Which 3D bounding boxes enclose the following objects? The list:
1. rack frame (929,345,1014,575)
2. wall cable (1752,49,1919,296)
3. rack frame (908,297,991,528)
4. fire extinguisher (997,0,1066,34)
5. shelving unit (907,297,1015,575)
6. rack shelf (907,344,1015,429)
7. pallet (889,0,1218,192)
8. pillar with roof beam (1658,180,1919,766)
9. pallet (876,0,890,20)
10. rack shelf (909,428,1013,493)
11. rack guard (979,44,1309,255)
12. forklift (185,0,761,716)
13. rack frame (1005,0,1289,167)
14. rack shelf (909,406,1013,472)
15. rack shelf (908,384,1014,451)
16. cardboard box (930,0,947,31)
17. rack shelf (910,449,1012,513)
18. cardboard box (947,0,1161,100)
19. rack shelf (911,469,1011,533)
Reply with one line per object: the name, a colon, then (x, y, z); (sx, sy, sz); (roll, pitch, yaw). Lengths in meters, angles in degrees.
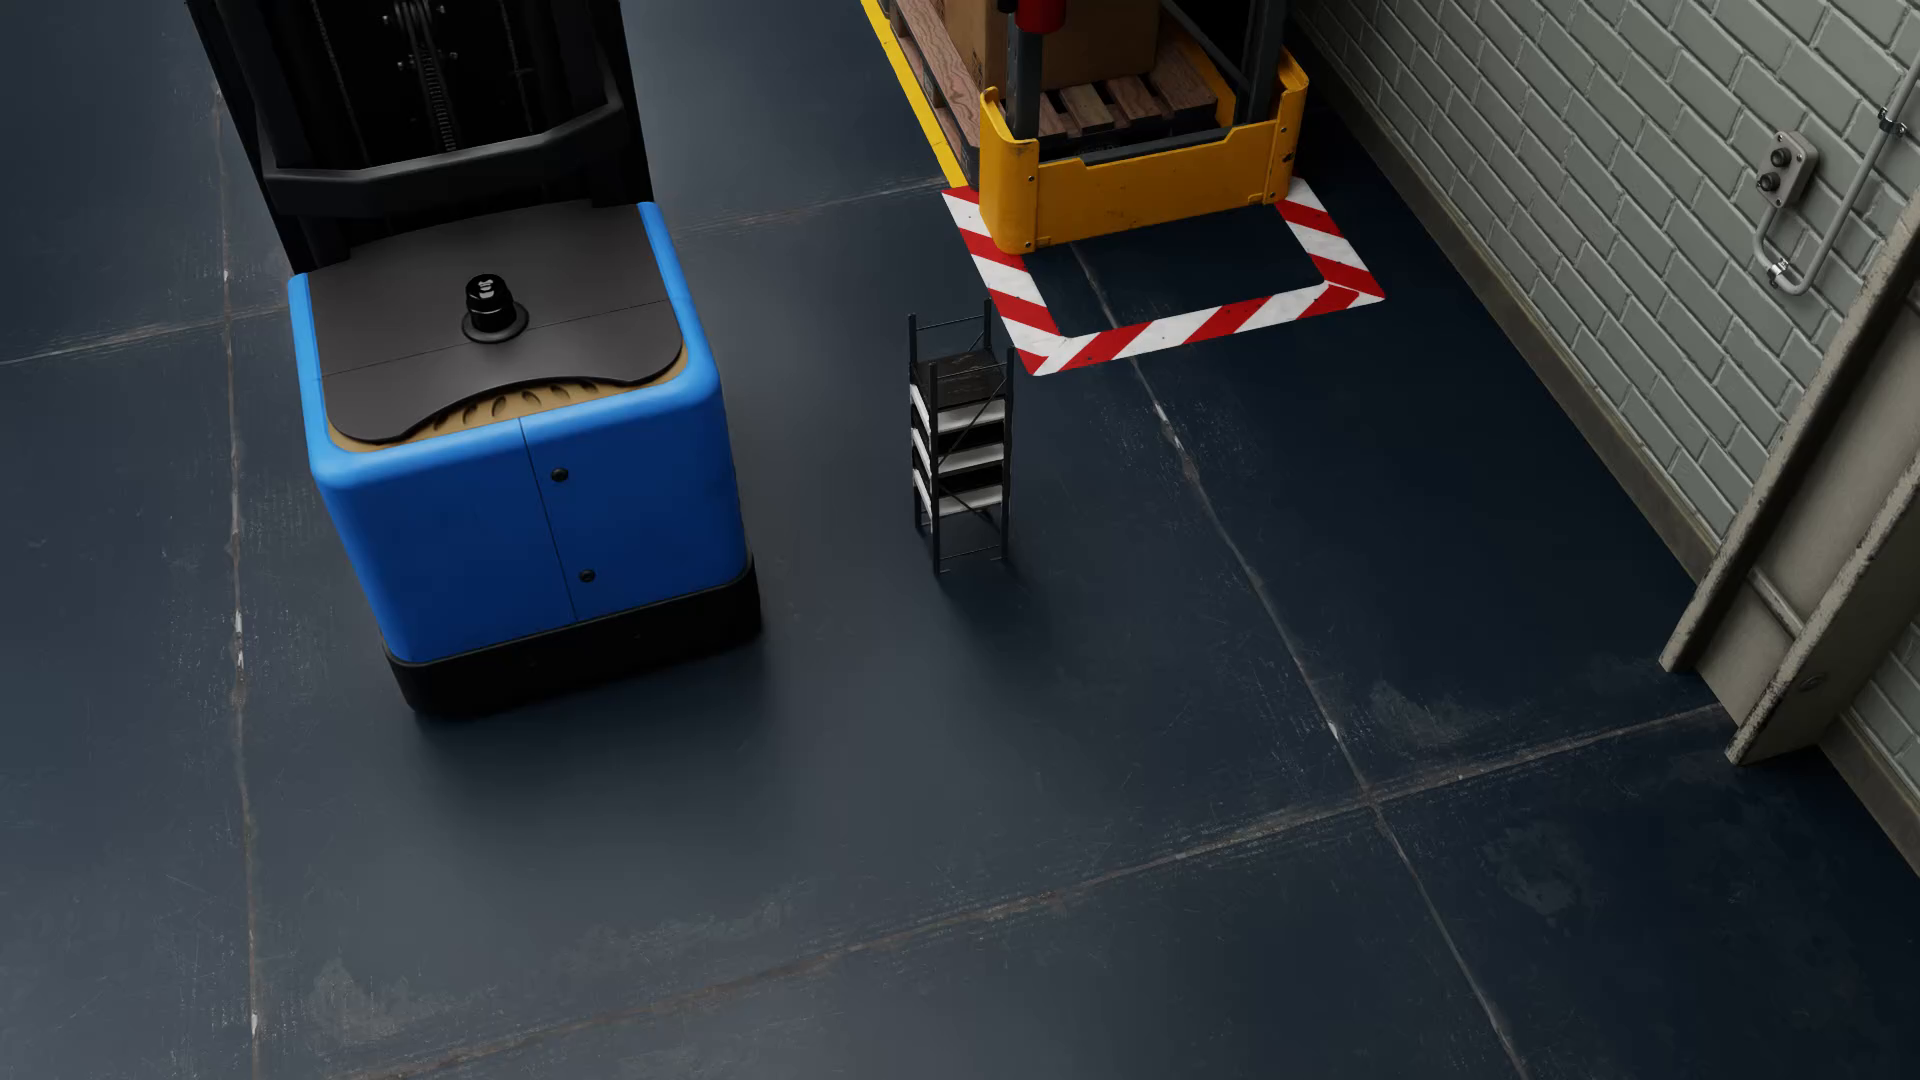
rack frame: (0.032, -0.210, 4.838); (0.240, 0.900, 0.006); (-13, 51, -11)
wall cable: (1.940, -1.887, 4.214); (0.084, 1.984, 1.851); (-13, 51, -11)
rack frame: (-0.028, -0.358, 4.964); (0.240, 0.900, 0.006); (-13, 51, -11)
fire extinguisher: (0.261, -1.921, 5.202); (0.296, 0.674, 0.183); (-13, 51, -11)
shelving unit: (0.002, -0.284, 4.901); (0.258, 0.900, 0.210); (-13, 51, -11)
rack shelf: (0.002, -0.437, 4.720); (0.258, 0.077, 0.200); (-13, 51, -11)
pallet: (0.346, -1.948, 6.754); (1.003, 0.211, 1.213); (-13, 51, -11)
pillar with roof beam: (-1.830, -1.465, 0.599); (9.100, 9.000, 0.400); (-13, 51, -11)
pallet: (-0.011, -2.838, 7.504); (1.003, 0.211, 1.213); (-13, 51, -11)
rack shelf: (0.002, -0.263, 4.926); (0.258, 0.077, 0.200); (-13, 51, -11)
rack guard: (0.665, -1.457, 6.152); (1.175, 0.500, 0.348); (-13, 51, -11)
forklift: (-1.560, -1.599, 4.681); (1.130, 2.935, 3.031); (-15, 51, -12)
rack frame: (0.658, -2.281, 5.211); (1.000, 3.000, 0.127); (-13, 51, -11)
rack shelf: (0.002, -0.321, 4.858); (0.258, 0.077, 0.200); (-13, 51, -11)
rack shelf: (0.002, -0.379, 4.789); (0.258, 0.077, 0.200); (-13, 51, -11)
cardboard box: (0.207, -2.464, 6.726); (0.700, 0.500, 0.500); (-13, 51, -11)
rack shelf: (0.002, -0.205, 4.995); (0.258, 0.077, 0.200); (-13, 51, -11)
cardboard box: (0.355, -2.099, 6.418); (0.700, 0.500, 0.500); (-13, 51, -11)
rack shelf: (0.002, -0.147, 5.064); (0.258, 0.077, 0.200); (-13, 51, -11)
